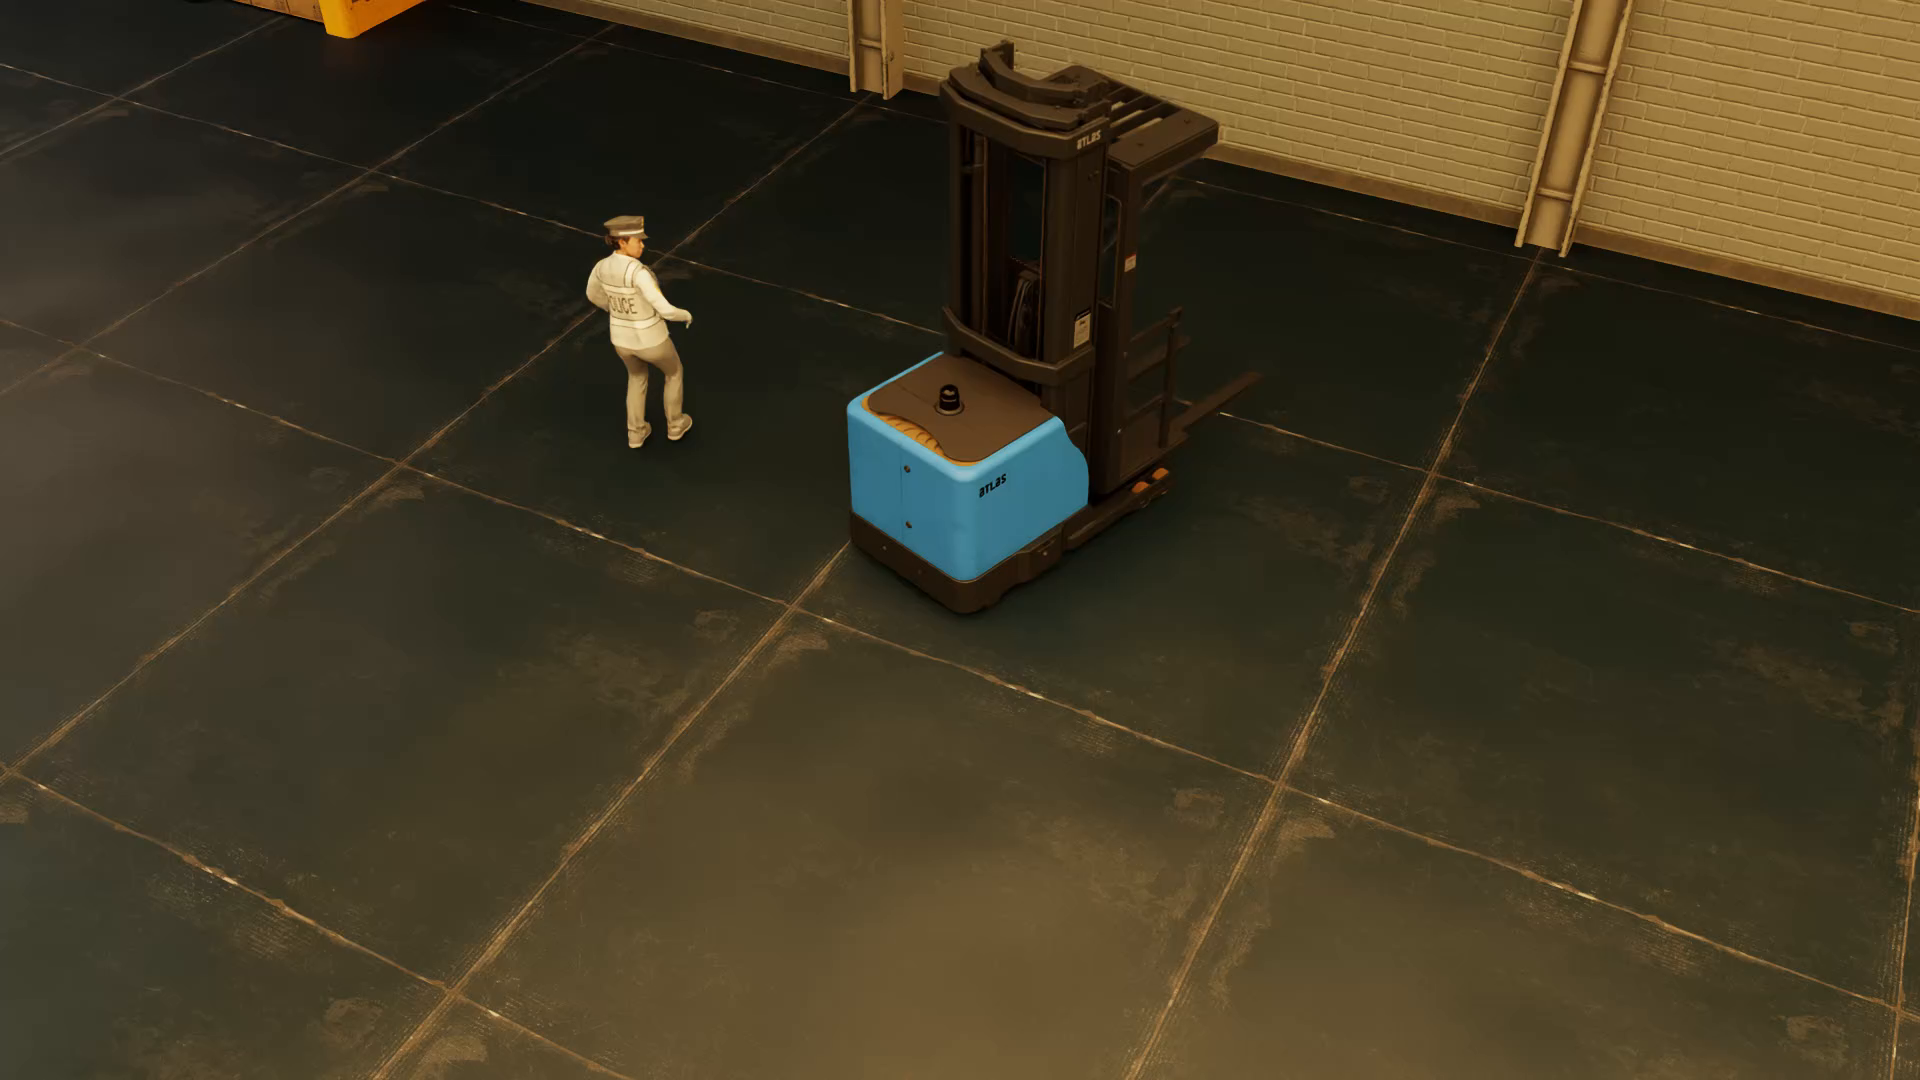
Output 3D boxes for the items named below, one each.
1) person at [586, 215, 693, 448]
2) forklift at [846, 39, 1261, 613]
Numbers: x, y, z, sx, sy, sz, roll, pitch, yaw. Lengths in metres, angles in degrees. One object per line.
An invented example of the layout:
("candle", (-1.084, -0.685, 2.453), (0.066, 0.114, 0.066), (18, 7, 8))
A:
("person", (-2.031, -1.321, 10.584), (0.712, 1.631, 0.482), (16, 43, 18))
("forklift", (0.732, -1.538, 9.812), (3.031, 2.935, 1.130), (-33, 50, -33))
